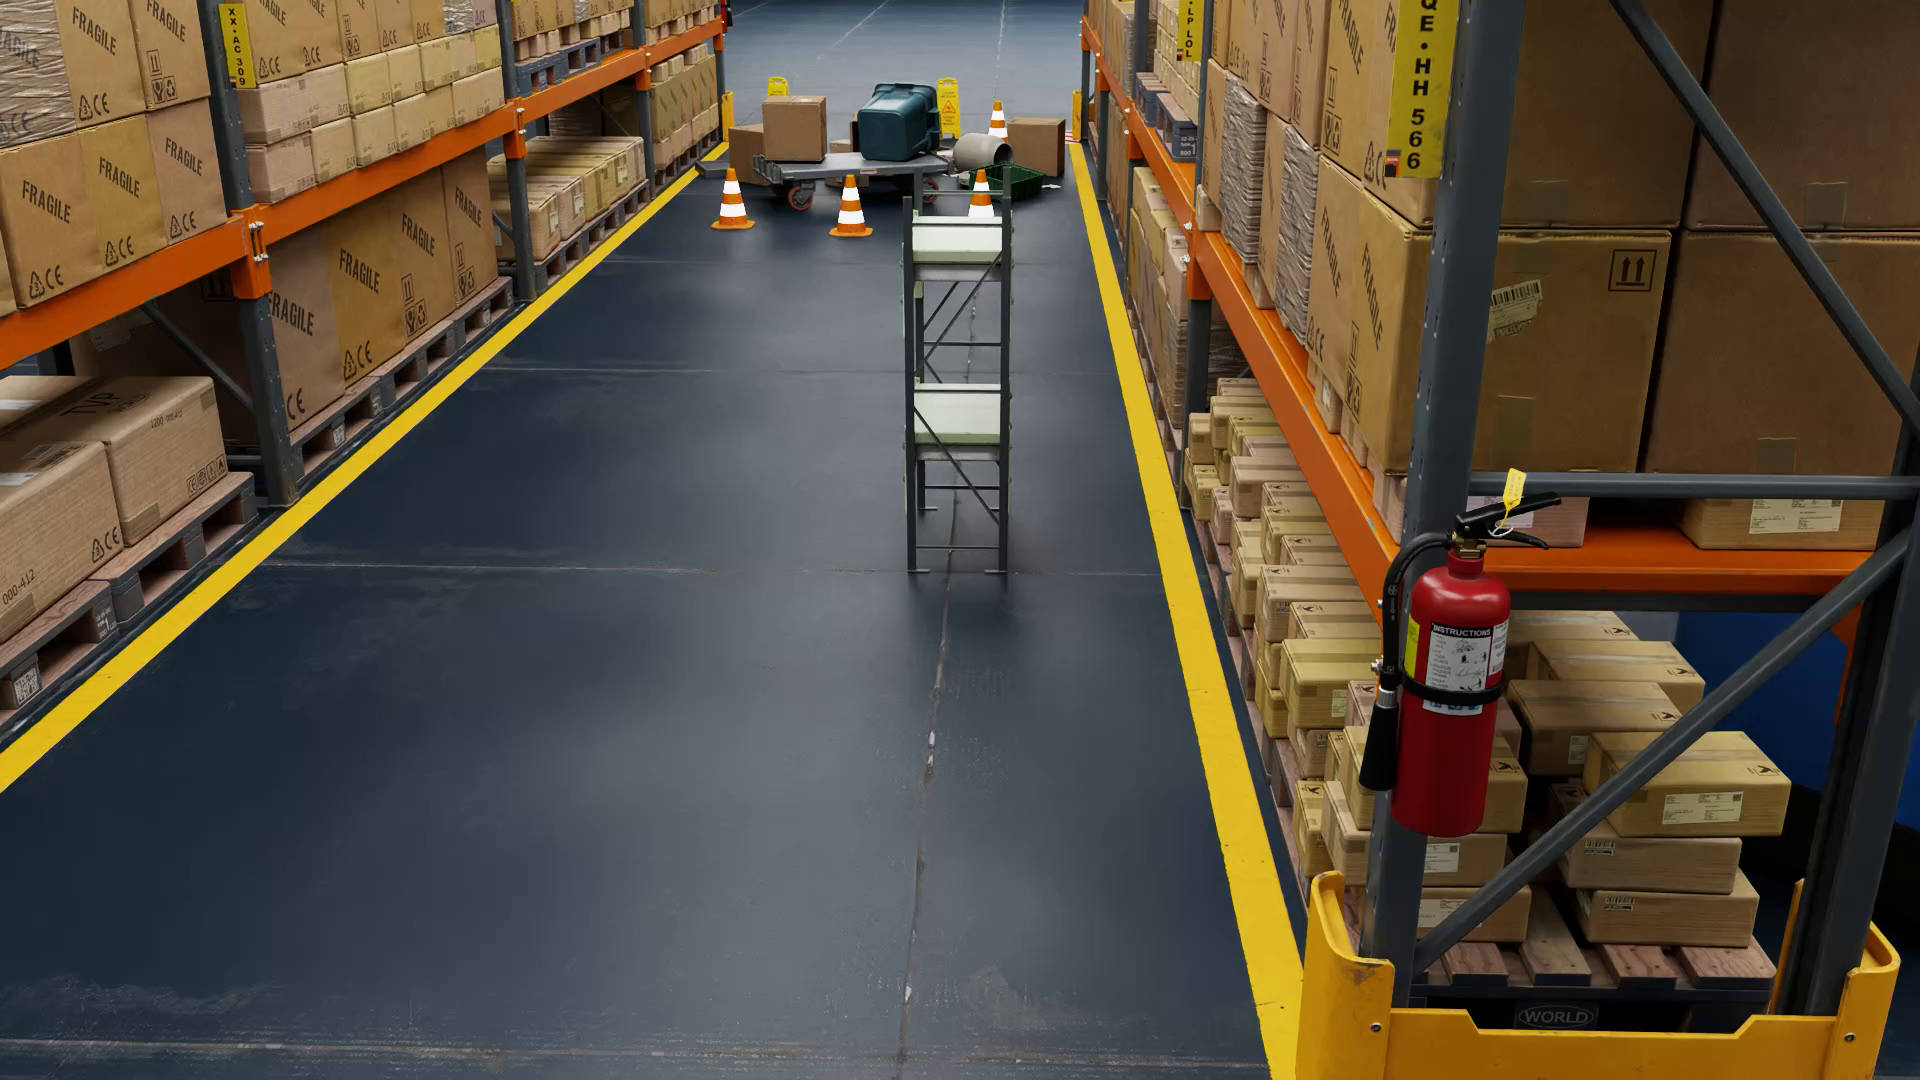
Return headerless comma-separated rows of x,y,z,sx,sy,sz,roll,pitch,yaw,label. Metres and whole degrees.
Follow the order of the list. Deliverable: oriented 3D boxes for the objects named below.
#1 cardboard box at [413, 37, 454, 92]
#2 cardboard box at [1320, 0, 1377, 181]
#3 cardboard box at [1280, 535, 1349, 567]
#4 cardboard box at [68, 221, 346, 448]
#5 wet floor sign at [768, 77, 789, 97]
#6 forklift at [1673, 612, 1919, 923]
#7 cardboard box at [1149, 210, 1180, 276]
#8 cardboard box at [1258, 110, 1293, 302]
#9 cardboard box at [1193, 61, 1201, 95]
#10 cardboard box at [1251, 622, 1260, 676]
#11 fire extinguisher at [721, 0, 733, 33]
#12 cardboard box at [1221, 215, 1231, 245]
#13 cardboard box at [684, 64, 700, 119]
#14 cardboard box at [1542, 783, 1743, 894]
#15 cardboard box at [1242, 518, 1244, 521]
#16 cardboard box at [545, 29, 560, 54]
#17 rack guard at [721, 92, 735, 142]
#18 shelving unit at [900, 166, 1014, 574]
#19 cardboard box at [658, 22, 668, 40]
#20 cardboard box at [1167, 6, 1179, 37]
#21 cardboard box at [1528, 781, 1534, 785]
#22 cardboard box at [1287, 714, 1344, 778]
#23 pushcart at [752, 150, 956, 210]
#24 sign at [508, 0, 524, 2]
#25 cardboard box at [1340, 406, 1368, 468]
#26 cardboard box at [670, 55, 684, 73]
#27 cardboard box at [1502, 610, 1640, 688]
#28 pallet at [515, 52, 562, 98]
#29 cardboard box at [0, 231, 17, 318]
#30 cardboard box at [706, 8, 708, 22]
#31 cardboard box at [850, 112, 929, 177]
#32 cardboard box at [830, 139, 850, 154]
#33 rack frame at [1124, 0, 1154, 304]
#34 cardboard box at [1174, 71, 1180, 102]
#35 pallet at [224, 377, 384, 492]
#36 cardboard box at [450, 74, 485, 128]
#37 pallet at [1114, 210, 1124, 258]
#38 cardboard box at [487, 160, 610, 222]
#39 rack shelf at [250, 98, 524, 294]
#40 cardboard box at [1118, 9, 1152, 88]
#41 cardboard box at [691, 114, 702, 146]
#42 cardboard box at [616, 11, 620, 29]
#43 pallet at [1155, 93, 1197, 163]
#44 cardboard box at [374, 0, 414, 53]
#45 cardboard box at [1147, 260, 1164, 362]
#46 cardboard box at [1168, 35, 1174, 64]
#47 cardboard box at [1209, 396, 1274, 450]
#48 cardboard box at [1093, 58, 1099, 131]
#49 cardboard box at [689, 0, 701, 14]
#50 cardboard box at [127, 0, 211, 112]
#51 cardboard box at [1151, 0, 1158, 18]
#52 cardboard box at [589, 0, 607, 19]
-3.119,-2.619,9.149,0.500,0.250,0.500,0,21,0,cardboard box
1.137,-1.097,3.778,0.500,0.500,0.500,0,21,0,cardboard box
1.208,0.097,5.169,0.380,0.149,0.250,0,21,0,cardboard box
-3.534,-0.989,7.787,0.875,0.875,0.875,1,21,3,cardboard box
-2.032,-4.857,18.654,0.267,0.644,0.232,8,23,20,wet floor sign
3.469,-0.739,4.881,3.031,2.935,1.130,-16,27,-36,forklift
1.279,-1.570,8.766,0.500,0.250,0.500,0,21,-1,cardboard box
1.165,-0.995,4.896,0.500,0.500,0.500,2,21,4,cardboard box
1.314,-2.188,7.876,0.380,0.149,0.250,0,21,0,cardboard box
1.133,0.377,5.272,0.380,0.149,0.250,1,21,3,cardboard box
-2.643,-5.898,18.189,0.296,0.674,0.183,1,21,2,fire extinguisher
1.209,-1.230,6.401,0.380,0.149,0.250,1,21,3,cardboard box
-2.906,-4.497,16.656,0.500,0.500,0.500,0,21,0,cardboard box
1.629,0.714,3.992,0.380,0.149,0.250,2,21,4,cardboard box
1.247,-0.140,6.192,0.380,0.149,0.250,0,21,-1,cardboard box
-3.030,-3.498,11.665,0.380,0.149,0.250,1,21,2,cardboard box
-3.110,-4.704,18.462,1.175,0.500,0.348,1,21,2,rack guard
0.000,-0.702,6.764,0.431,1.500,0.755,1,21,2,shelving unit
-2.923,-4.722,15.398,0.380,0.149,0.250,1,21,3,cardboard box
1.366,-2.896,9.291,0.380,0.149,0.250,0,21,-1,cardboard box
1.619,0.668,4.522,0.380,0.149,0.250,1,21,2,cardboard box
1.101,0.518,4.495,0.380,0.149,0.250,0,21,-1,cardboard box
-0.949,-3.222,14.810,1.648,0.377,0.936,-7,22,-17,pushcart
-2.796,-3.540,10.404,0.100,0.325,0.005,1,21,2,sign
1.122,-0.279,3.947,0.380,0.149,0.250,0,21,1,cardboard box
-2.859,-4.555,15.909,0.380,0.149,0.250,2,21,5,cardboard box
1.661,0.295,4.661,0.380,0.149,0.250,0,21,-1,cardboard box
-3.436,-3.174,11.328,1.213,0.211,1.003,1,21,2,pallet
-3.273,-0.877,5.005,0.500,0.500,0.500,1,21,3,cardboard box
-2.831,-5.457,17.295,0.380,0.149,0.250,0,21,1,cardboard box
-0.651,-3.796,15.928,0.797,0.637,0.503,1,21,2,cardboard box
-1.128,-4.072,17.319,0.380,0.149,0.250,13,25,29,cardboard box
1.600,-2.987,10.580,1.000,3.000,0.127,1,21,2,rack frame
1.346,-2.427,8.903,0.380,0.149,0.250,1,21,2,cardboard box
-3.524,-0.538,8.124,1.003,0.211,1.213,1,21,2,pallet
-3.107,-2.564,9.698,0.500,0.250,0.500,1,21,3,cardboard box
1.739,-2.411,12.951,1.003,0.211,1.213,1,21,2,pallet
-3.281,-2.721,12.946,0.950,0.372,0.625,1,21,3,cardboard box
-3.412,-1.946,8.893,1.077,0.370,4.000,1,21,2,rack shelf
1.362,-3.380,11.454,0.500,0.500,0.500,1,21,2,cardboard box
-2.897,-4.139,16.771,0.500,0.250,0.500,0,21,0,cardboard box
-2.995,-4.245,13.591,0.380,0.149,0.250,0,21,0,cardboard box
1.581,-2.181,8.769,1.003,0.211,1.213,1,21,2,pallet
-3.157,-2.780,8.526,0.500,0.500,0.500,0,21,1,cardboard box
1.285,-1.212,8.882,0.500,0.500,0.500,0,21,0,cardboard box
1.366,-2.746,9.314,0.380,0.149,0.250,1,21,2,cardboard box
1.193,-0.463,6.615,0.380,0.149,0.250,2,21,4,cardboard box
1.889,-4.839,17.710,0.875,0.875,0.875,1,21,2,cardboard box
-2.887,-5.521,16.563,0.500,0.500,0.500,1,21,1,cardboard box
-3.211,-1.898,6.252,0.500,0.500,0.500,0,21,1,cardboard box
1.624,-3.662,10.799,0.700,0.500,0.500,1,21,1,cardboard box
-3.049,-4.297,12.826,0.500,0.500,0.500,1,21,3,cardboard box
